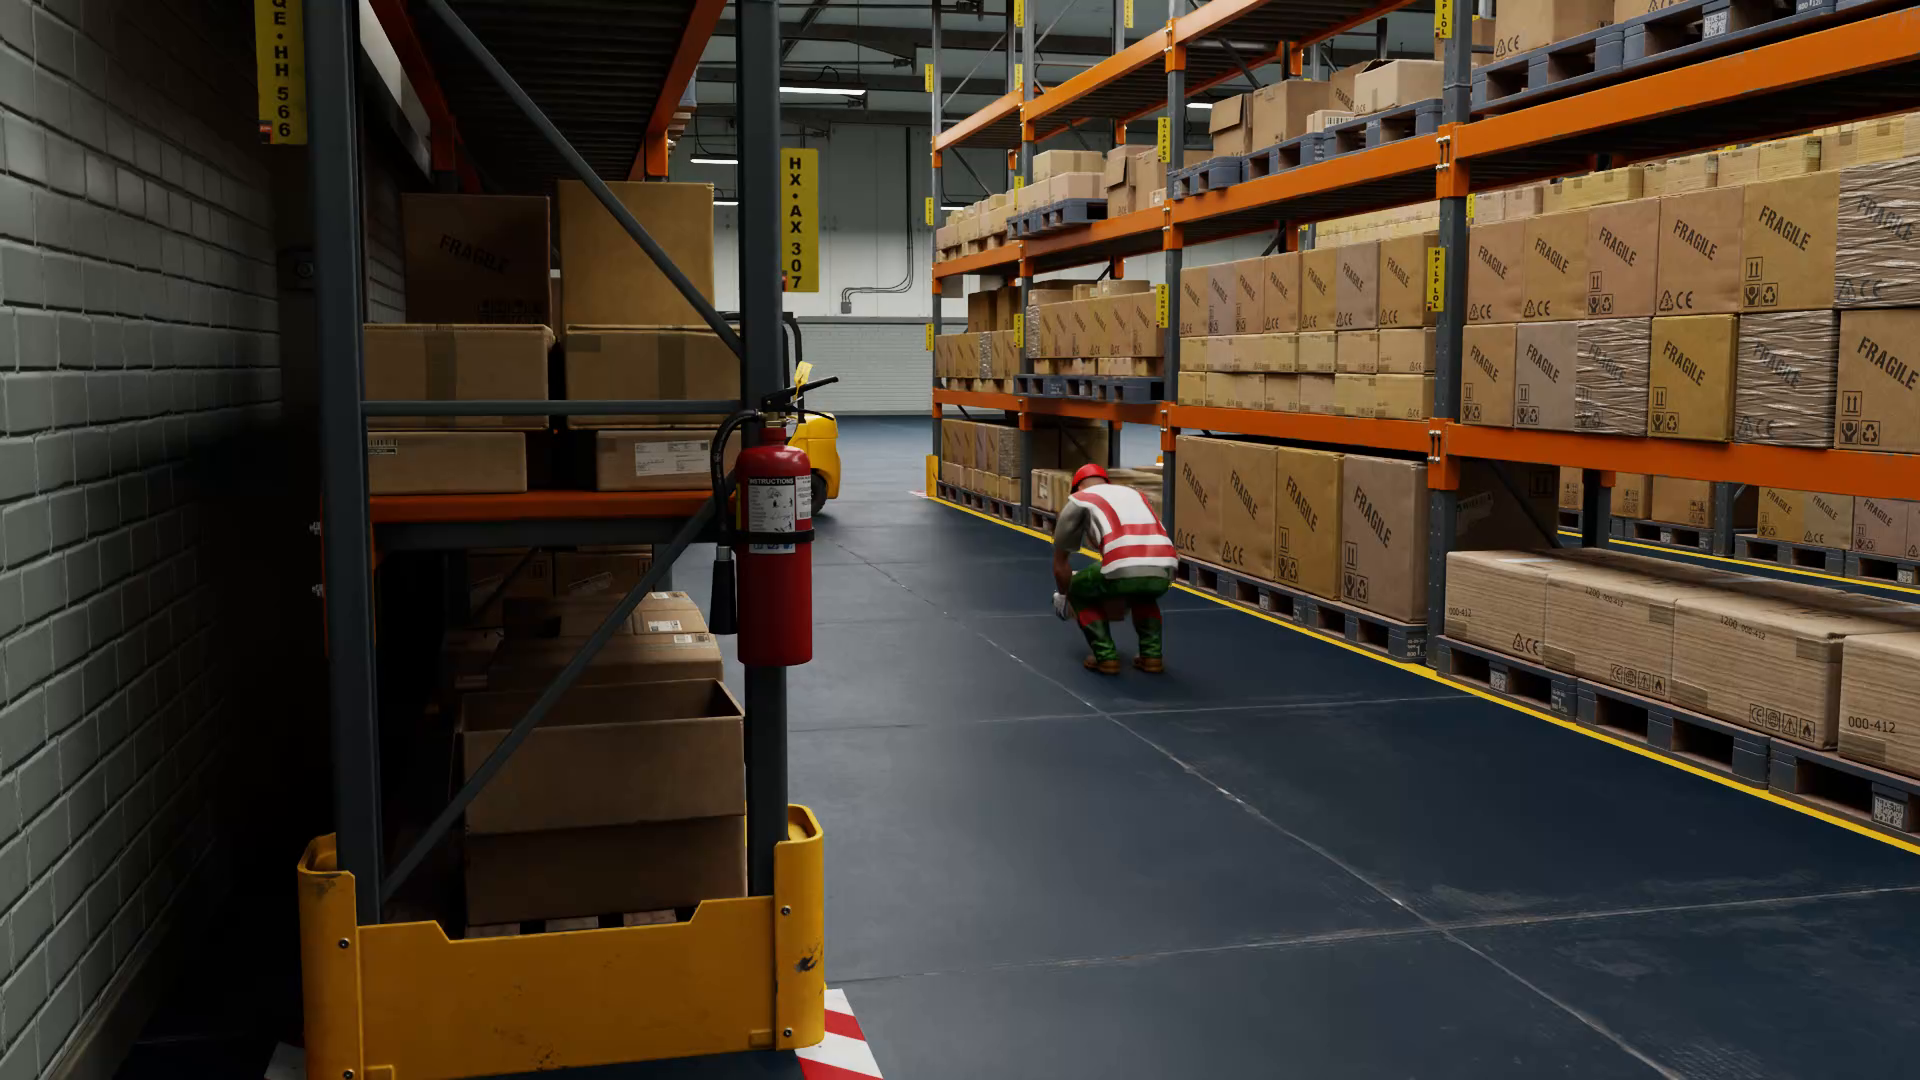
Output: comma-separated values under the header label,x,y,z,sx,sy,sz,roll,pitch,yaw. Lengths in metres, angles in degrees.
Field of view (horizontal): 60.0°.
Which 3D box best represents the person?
label,x,y,z,sx,sy,sz,roll,pitch,yaw
person,0.813,0.146,8.825,0.577,1.073,0.862,-1,6,-14
